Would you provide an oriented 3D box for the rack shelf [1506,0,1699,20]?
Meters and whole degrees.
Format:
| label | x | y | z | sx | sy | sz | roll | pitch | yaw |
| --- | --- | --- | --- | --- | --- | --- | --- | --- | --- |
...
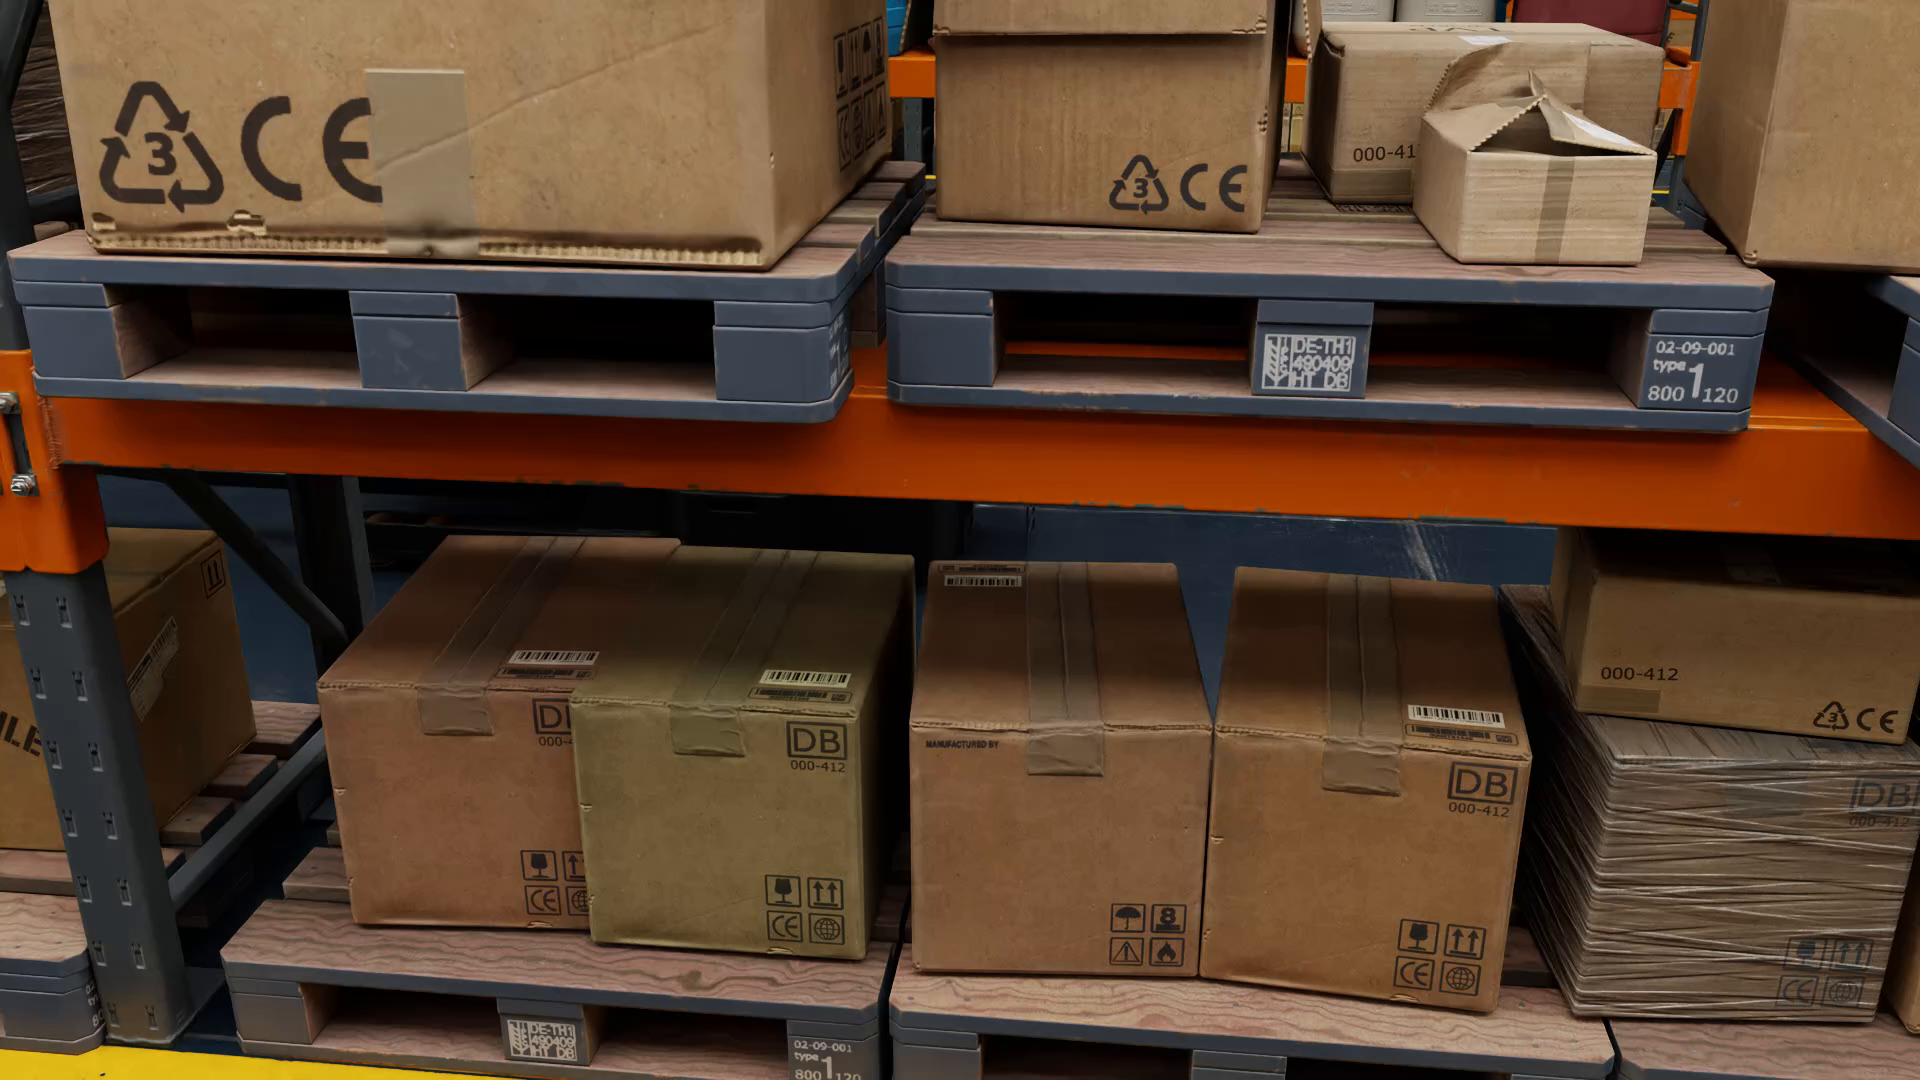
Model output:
| label | x | y | z | sx | sy | sz | roll | pitch | yaw |
| --- | --- | --- | --- | --- | --- | --- | --- | --- | --- |
| rack shelf | 5.670 | -3.664 | 11.605 | 4.000 | 0.370 | 1.077 | 2 | 22 | 6 |

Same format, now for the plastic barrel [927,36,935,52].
| label | x | y | z | sx | sy | sz | roll | pitch | yaw |
| --- | --- | --- | --- | --- | --- | --- | --- | --- | --- |
| plastic barrel | 0.050 | -2.391 | 7.223 | 0.433 | 0.535 | 0.433 | 0 | 22 | 0 |

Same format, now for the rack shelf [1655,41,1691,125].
| label | x | y | z | sx | sy | sz | roll | pitch | yaw |
| --- | --- | --- | --- | --- | --- | --- | --- | --- | --- |
| rack shelf | 5.084 | -1.855 | 7.031 | 4.000 | 0.370 | 1.077 | 2 | 22 | 6 |

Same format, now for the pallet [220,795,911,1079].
| label | x | y | z | sx | sy | sz | roll | pitch | yaw |
| --- | --- | --- | --- | --- | --- | --- | --- | --- | --- |
| pallet | -0.684 | 0.689 | 3.410 | 1.213 | 0.211 | 1.003 | 2 | 22 | 6 |

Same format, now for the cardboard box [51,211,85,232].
| label | x | y | z | sx | sy | sz | roll | pitch | yaw |
| --- | --- | --- | --- | --- | --- | --- | --- | --- | --- |
| cardboard box | -1.636 | -0.643 | 3.329 | 0.250 | 0.149 | 0.380 | 2 | 22 | 6 |

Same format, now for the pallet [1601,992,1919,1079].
| label | x | y | z | sx | sy | sz | roll | pitch | yaw |
| --- | --- | --- | --- | --- | --- | --- | --- | --- | --- |
| pallet | 1.739 | 0.794 | 3.143 | 1.213 | 0.211 | 1.003 | 2 | 22 | 6 |

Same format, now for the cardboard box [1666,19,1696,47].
| label | x | y | z | sx | sy | sz | roll | pitch | yaw |
| --- | --- | --- | --- | --- | --- | --- | --- | --- | --- |
| cardboard box | 6.692 | -4.934 | 16.193 | 0.750 | 0.750 | 0.750 | 3 | 22 | 8 |

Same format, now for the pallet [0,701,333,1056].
| label | x | y | z | sx | sy | sz | roll | pitch | yaw |
| --- | --- | --- | --- | --- | --- | --- | --- | --- | --- |
| pallet | -2.129 | 0.640 | 3.535 | 1.213 | 0.211 | 1.003 | 2 | 22 | 6 |

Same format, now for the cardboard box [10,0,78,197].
| label | x | y | z | sx | sy | sz | roll | pitch | yaw |
| --- | --- | --- | --- | --- | --- | --- | --- | --- | --- |
| cardboard box | -1.897 | -0.868 | 3.015 | 0.500 | 0.500 | 0.875 | 2 | 22 | 6 |

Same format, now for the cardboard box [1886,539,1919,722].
| label | x | y | z | sx | sy | sz | roll | pitch | yaw |
| --- | --- | --- | --- | --- | --- | --- | --- | --- | --- |
| cardboard box | 1.846 | 0.123 | 2.830 | 0.500 | 0.250 | 0.500 | 3 | 22 | 8 |

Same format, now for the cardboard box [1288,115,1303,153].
| label | x | y | z | sx | sy | sz | roll | pitch | yaw |
| --- | --- | --- | --- | --- | --- | --- | --- | --- | --- |
| cardboard box | 2.621 | -2.956 | 12.006 | 0.500 | 0.250 | 0.500 | 2 | 22 | 6 |

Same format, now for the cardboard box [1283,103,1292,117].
| label | x | y | z | sx | sy | sz | roll | pitch | yaw |
| --- | --- | --- | --- | --- | --- | --- | --- | --- | --- |
| cardboard box | 2.117 | -3.238 | 11.956 | 0.500 | 0.311 | 0.500 | 2 | 22 | 6 |

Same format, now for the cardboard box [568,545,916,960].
| label | x | y | z | sx | sy | sz | roll | pitch | yaw |
| --- | --- | --- | --- | --- | --- | --- | --- | --- | --- |
| cardboard box | -0.379 | 0.379 | 3.204 | 0.500 | 0.500 | 0.700 | 2 | 22 | 6 |

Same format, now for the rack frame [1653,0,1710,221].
| label | x | y | z | sx | sy | sz | roll | pitch | yaw |
| --- | --- | --- | --- | --- | --- | --- | --- | --- | --- |
| rack frame | 3.098 | -2.276 | 7.118 | 0.127 | 3.000 | 1.000 | 2 | 22 | 6 |

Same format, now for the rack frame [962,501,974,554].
| label | x | y | z | sx | sy | sz | roll | pitch | yaw |
| --- | --- | --- | --- | --- | --- | --- | --- | --- | --- |
| rack frame | 0.027 | -0.417 | 5.271 | 0.006 | 0.900 | 0.240 | 3 | 22 | 7 |

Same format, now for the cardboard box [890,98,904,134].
| label | x | y | z | sx | sy | sz | roll | pitch | yaw |
| --- | --- | --- | --- | --- | --- | --- | --- | --- | --- |
| cardboard box | -0.713 | -3.305 | 12.889 | 0.500 | 0.250 | 0.500 | 2 | 22 | 6 |

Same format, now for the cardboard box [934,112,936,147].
| label | x | y | z | sx | sy | sz | roll | pitch | yaw |
| --- | --- | --- | --- | --- | --- | --- | --- | --- | --- |
| cardboard box | 0.083 | -3.066 | 12.285 | 0.500 | 0.250 | 0.500 | 2 | 22 | 5 |

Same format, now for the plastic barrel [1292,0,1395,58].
| label | x | y | z | sx | sy | sz | roll | pitch | yaw |
| --- | --- | --- | --- | --- | --- | --- | --- | --- | --- |
| plastic barrel | 1.633 | -2.313 | 7.059 | 0.421 | 0.512 | 0.421 | 0 | 22 | 0 |

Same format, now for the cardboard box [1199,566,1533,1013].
| label | x | y | z | sx | sy | sz | roll | pitch | yaw |
| --- | --- | --- | --- | --- | --- | --- | --- | --- | --- |
| cardboard box | 0.731 | 0.427 | 3.082 | 0.500 | 0.500 | 0.700 | 4 | 22 | 11 |

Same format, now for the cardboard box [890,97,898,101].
| label | x | y | z | sx | sy | sz | roll | pitch | yaw |
| --- | --- | --- | --- | --- | --- | --- | --- | --- | --- |
| cardboard box | -0.712 | -3.657 | 12.760 | 0.500 | 0.500 | 0.500 | 2 | 22 | 6 |

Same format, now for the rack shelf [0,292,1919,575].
| label | x | y | z | sx | sy | sz | roll | pitch | yaw |
| --- | --- | --- | --- | --- | --- | --- | --- | --- | --- |
| rack shelf | 0.529 | -0.220 | 2.895 | 4.000 | 0.370 | 1.077 | 2 | 22 | 6 |

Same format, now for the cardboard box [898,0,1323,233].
| label | x | y | z | sx | sy | sz | roll | pitch | yaw |
| --- | --- | --- | --- | --- | --- | --- | --- | --- | --- |
| cardboard box | 0.275 | -0.843 | 2.781 | 0.637 | 0.503 | 0.797 | 5 | 22 | 12 |

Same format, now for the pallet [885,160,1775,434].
| label | x | y | z | sx | sy | sz | roll | pitch | yaw |
| --- | --- | --- | --- | --- | --- | --- | --- | --- | --- |
| pallet | 0.544 | -0.450 | 2.758 | 1.213 | 0.211 | 1.003 | 2 | 22 | 6 |

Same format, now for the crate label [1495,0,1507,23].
| label | x | y | z | sx | sy | sz | roll | pitch | yaw |
| --- | --- | --- | --- | --- | --- | --- | --- | --- | --- |
| crate label | 2.143 | -2.435 | 7.470 | 0.616 | 0.435 | 0.502 | 2 | 22 | 6 |

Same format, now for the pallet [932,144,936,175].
| label | x | y | z | sx | sy | sz | roll | pitch | yaw |
| --- | --- | --- | --- | --- | --- | --- | --- | --- | --- |
| pallet | 0.448 | -2.943 | 12.598 | 1.213 | 0.211 | 1.003 | 2 | 22 | 6 |

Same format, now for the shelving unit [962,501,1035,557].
| label | x | y | z | sx | sy | sz | roll | pitch | yaw |
| --- | --- | --- | --- | --- | --- | --- | --- | --- | --- |
| shelving unit | 0.128 | -0.412 | 5.259 | 0.210 | 0.900 | 0.258 | 3 | 22 | 7 |

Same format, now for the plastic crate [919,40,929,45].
| label | x | y | z | sx | sy | sz | roll | pitch | yaw |
| --- | --- | --- | --- | --- | --- | --- | --- | --- | --- |
| plastic crate | -0.358 | -2.570 | 7.774 | 0.583 | 0.464 | 0.402 | 2 | 22 | 6 |

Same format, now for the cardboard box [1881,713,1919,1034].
| label | x | y | z | sx | sy | sz | roll | pitch | yaw |
| --- | --- | --- | --- | --- | --- | --- | --- | --- | --- |
| cardboard box | 1.847 | 0.468 | 2.977 | 0.500 | 0.500 | 0.700 | 1 | 22 | 3 |

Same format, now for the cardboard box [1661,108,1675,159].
| label | x | y | z | sx | sy | sz | roll | pitch | yaw |
| --- | --- | --- | --- | --- | --- | --- | --- | --- | --- |
| cardboard box | 5.121 | -2.959 | 11.645 | 0.500 | 0.500 | 0.500 | 2 | 22 | 6 |

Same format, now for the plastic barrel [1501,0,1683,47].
| label | x | y | z | sx | sy | sz | roll | pitch | yaw |
| --- | --- | --- | --- | --- | --- | --- | --- | --- | --- |
| plastic barrel | 2.601 | -2.249 | 6.864 | 0.708 | 0.536 | 0.600 | 2 | 22 | 6 |

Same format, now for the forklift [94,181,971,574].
| label | x | y | z | sx | sy | sz | roll | pitch | yaw |
| --- | --- | --- | --- | --- | --- | --- | --- | --- | --- |
| forklift | -1.474 | -1.456 | 5.136 | 3.031 | 2.935 | 1.130 | 3 | 22 | 7 |

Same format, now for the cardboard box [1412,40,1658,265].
| label | x | y | z | sx | sy | sz | roll | pitch | yaw |
| --- | --- | --- | --- | --- | --- | --- | --- | --- | --- |
| cardboard box | 0.827 | -0.574 | 2.424 | 0.258 | 0.266 | 0.396 | 2 | 22 | 5 |

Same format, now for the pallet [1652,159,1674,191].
| label | x | y | z | sx | sy | sz | roll | pitch | yaw |
| --- | --- | --- | --- | --- | --- | --- | --- | --- | --- |
| pallet | 4.421 | -2.742 | 12.088 | 1.213 | 0.211 | 1.003 | 2 | 22 | 6 |
